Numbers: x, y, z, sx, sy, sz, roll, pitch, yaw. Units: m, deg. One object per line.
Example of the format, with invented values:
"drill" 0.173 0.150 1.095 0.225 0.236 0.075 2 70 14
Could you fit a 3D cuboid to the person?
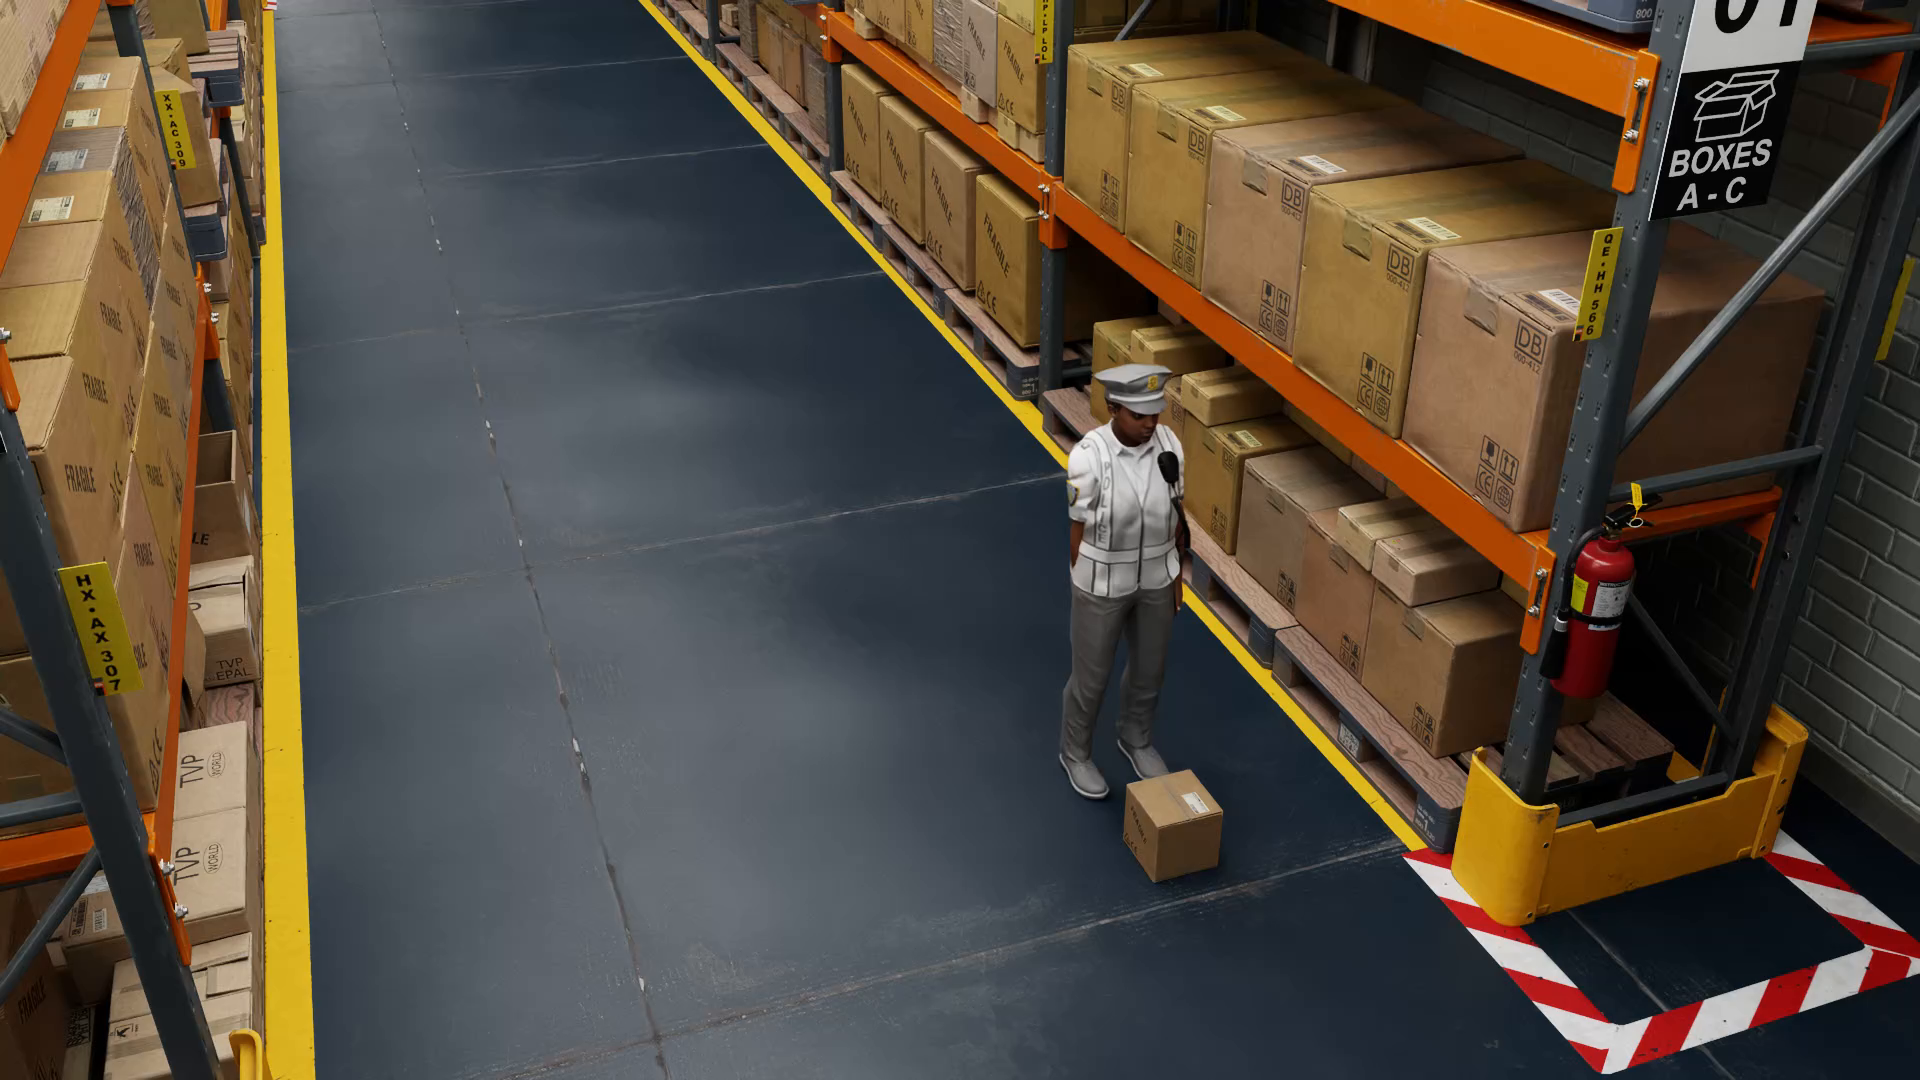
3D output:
"person" 0.592 0.153 5.859 0.435 1.681 0.340 -10 31 -16
